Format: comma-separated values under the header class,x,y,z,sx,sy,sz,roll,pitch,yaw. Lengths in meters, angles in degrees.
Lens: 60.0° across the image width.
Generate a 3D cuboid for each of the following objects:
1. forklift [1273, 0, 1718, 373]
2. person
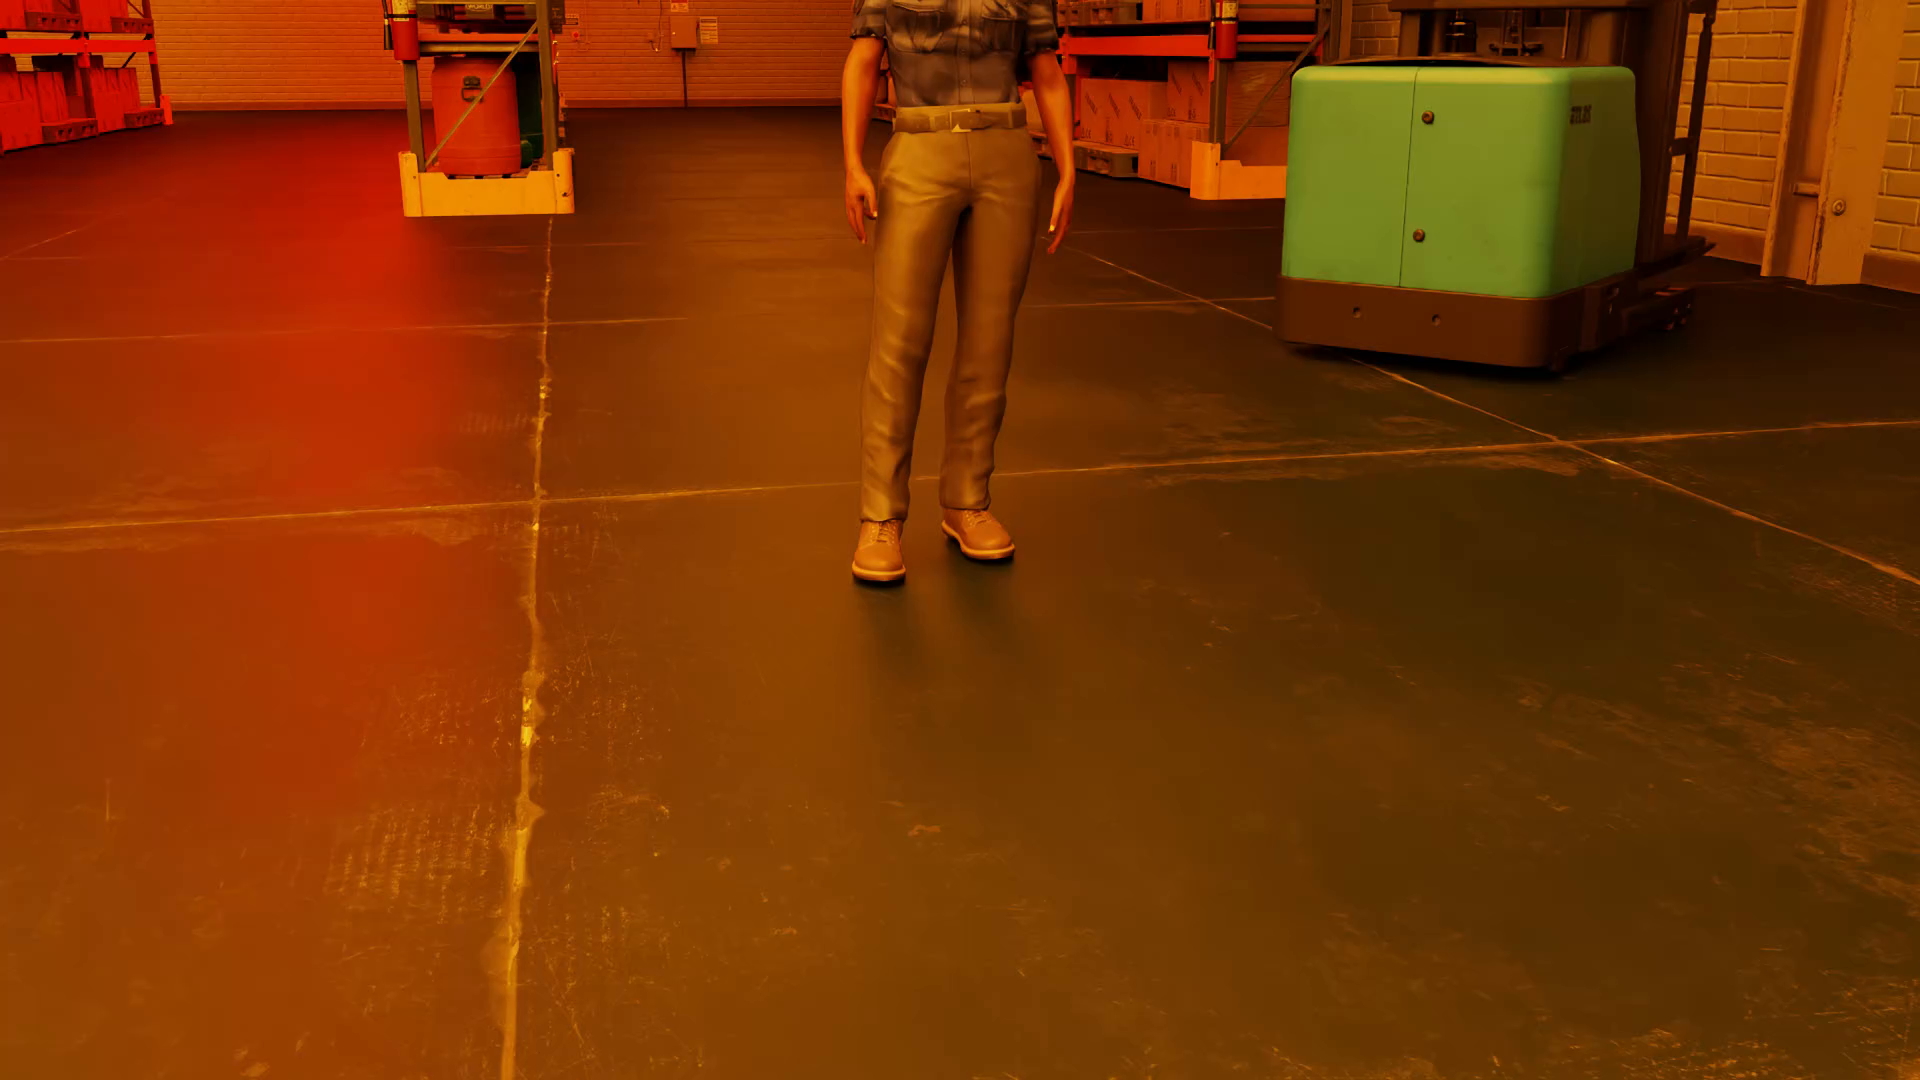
class,x,y,z,sx,sy,sz,roll,pitch,yaw
forklift,2.498,-2.356,6.804,1.130,2.935,3.031,12,20,36
person,0.001,-0.774,3.692,0.570,1.656,0.503,-4,17,-12
